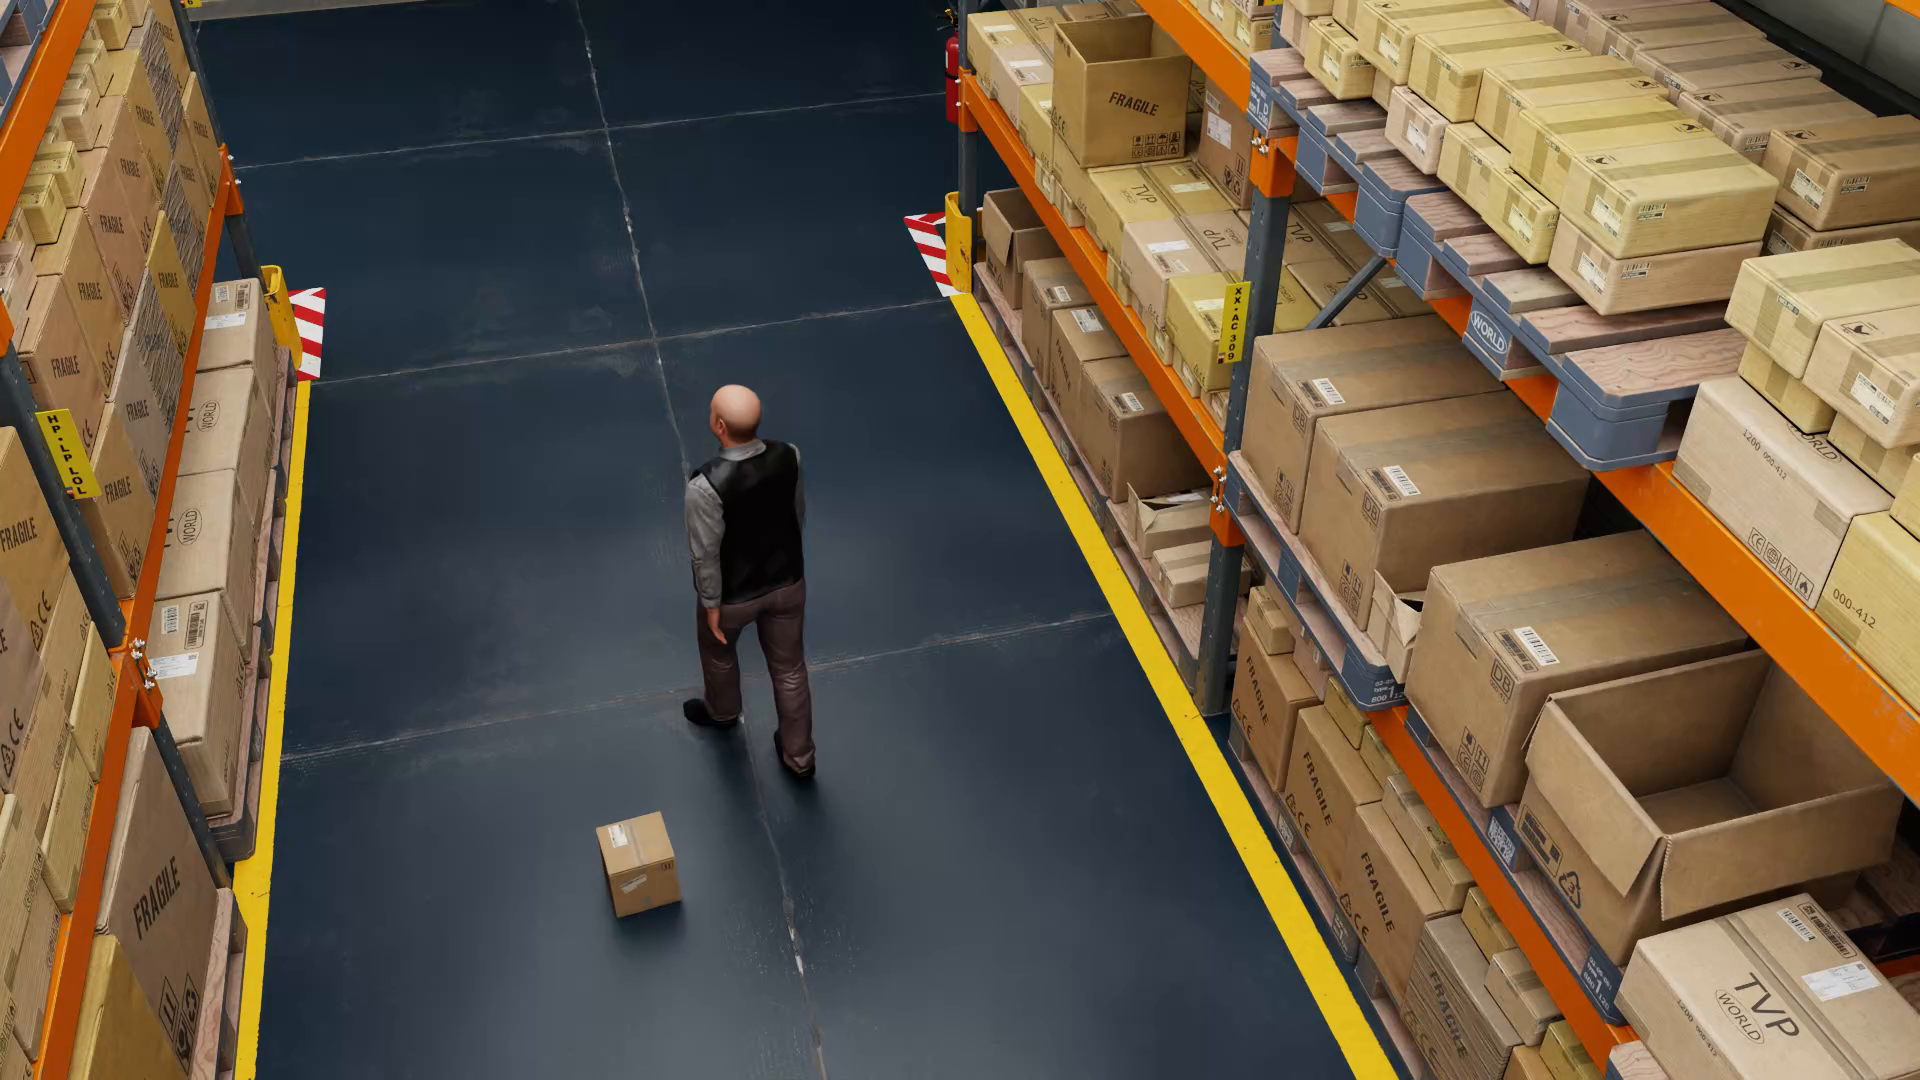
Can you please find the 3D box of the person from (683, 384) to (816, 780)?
[{"bbox_3d":[-0.817,0.163,6.533,0.537,1.735,0.729,-20,42,-24],"label":"person"}]
